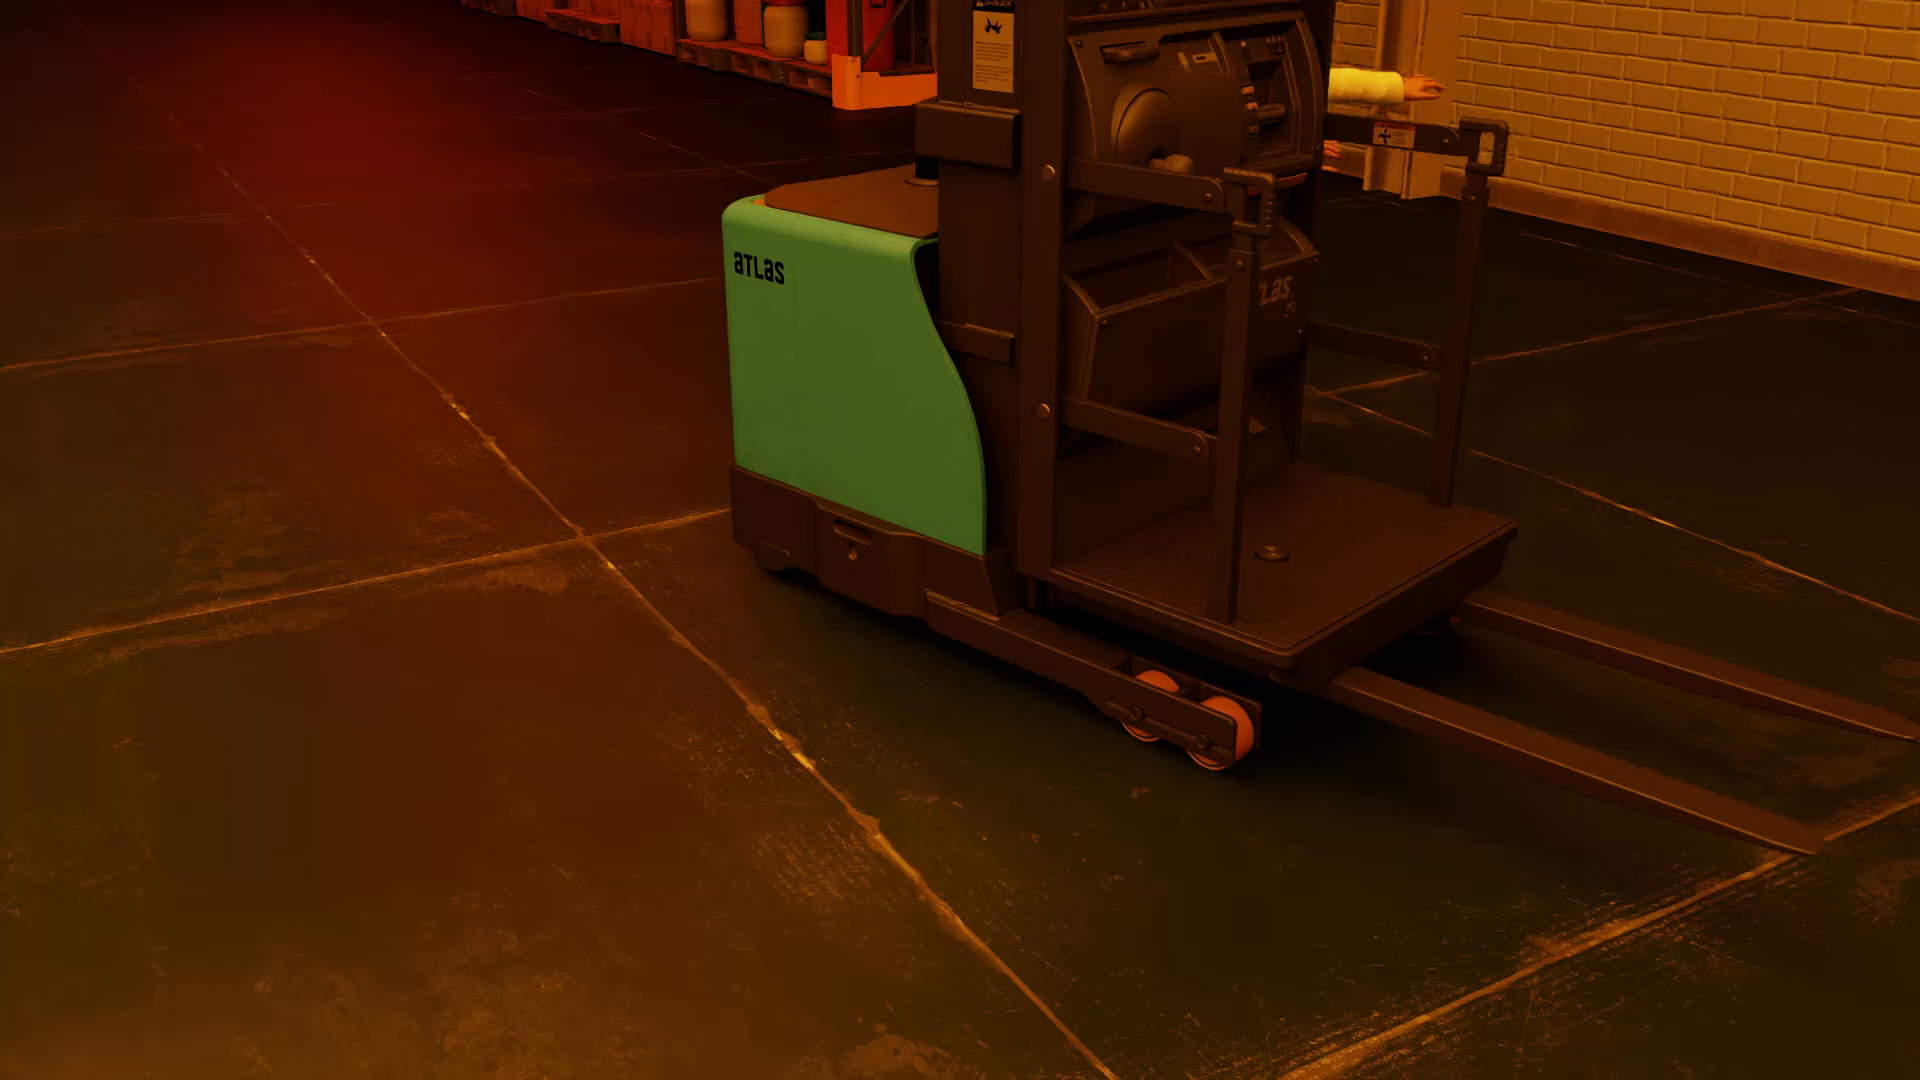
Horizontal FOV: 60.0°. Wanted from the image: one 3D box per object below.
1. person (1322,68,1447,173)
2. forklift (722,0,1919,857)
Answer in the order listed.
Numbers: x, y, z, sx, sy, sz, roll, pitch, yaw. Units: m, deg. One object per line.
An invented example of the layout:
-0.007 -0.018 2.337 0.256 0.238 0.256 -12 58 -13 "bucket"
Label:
0.975 -0.896 5.436 1.642 1.460 0.785 -14 26 -30 "person"
0.737 -1.048 3.828 3.031 2.935 1.130 20 30 40 "forklift"
